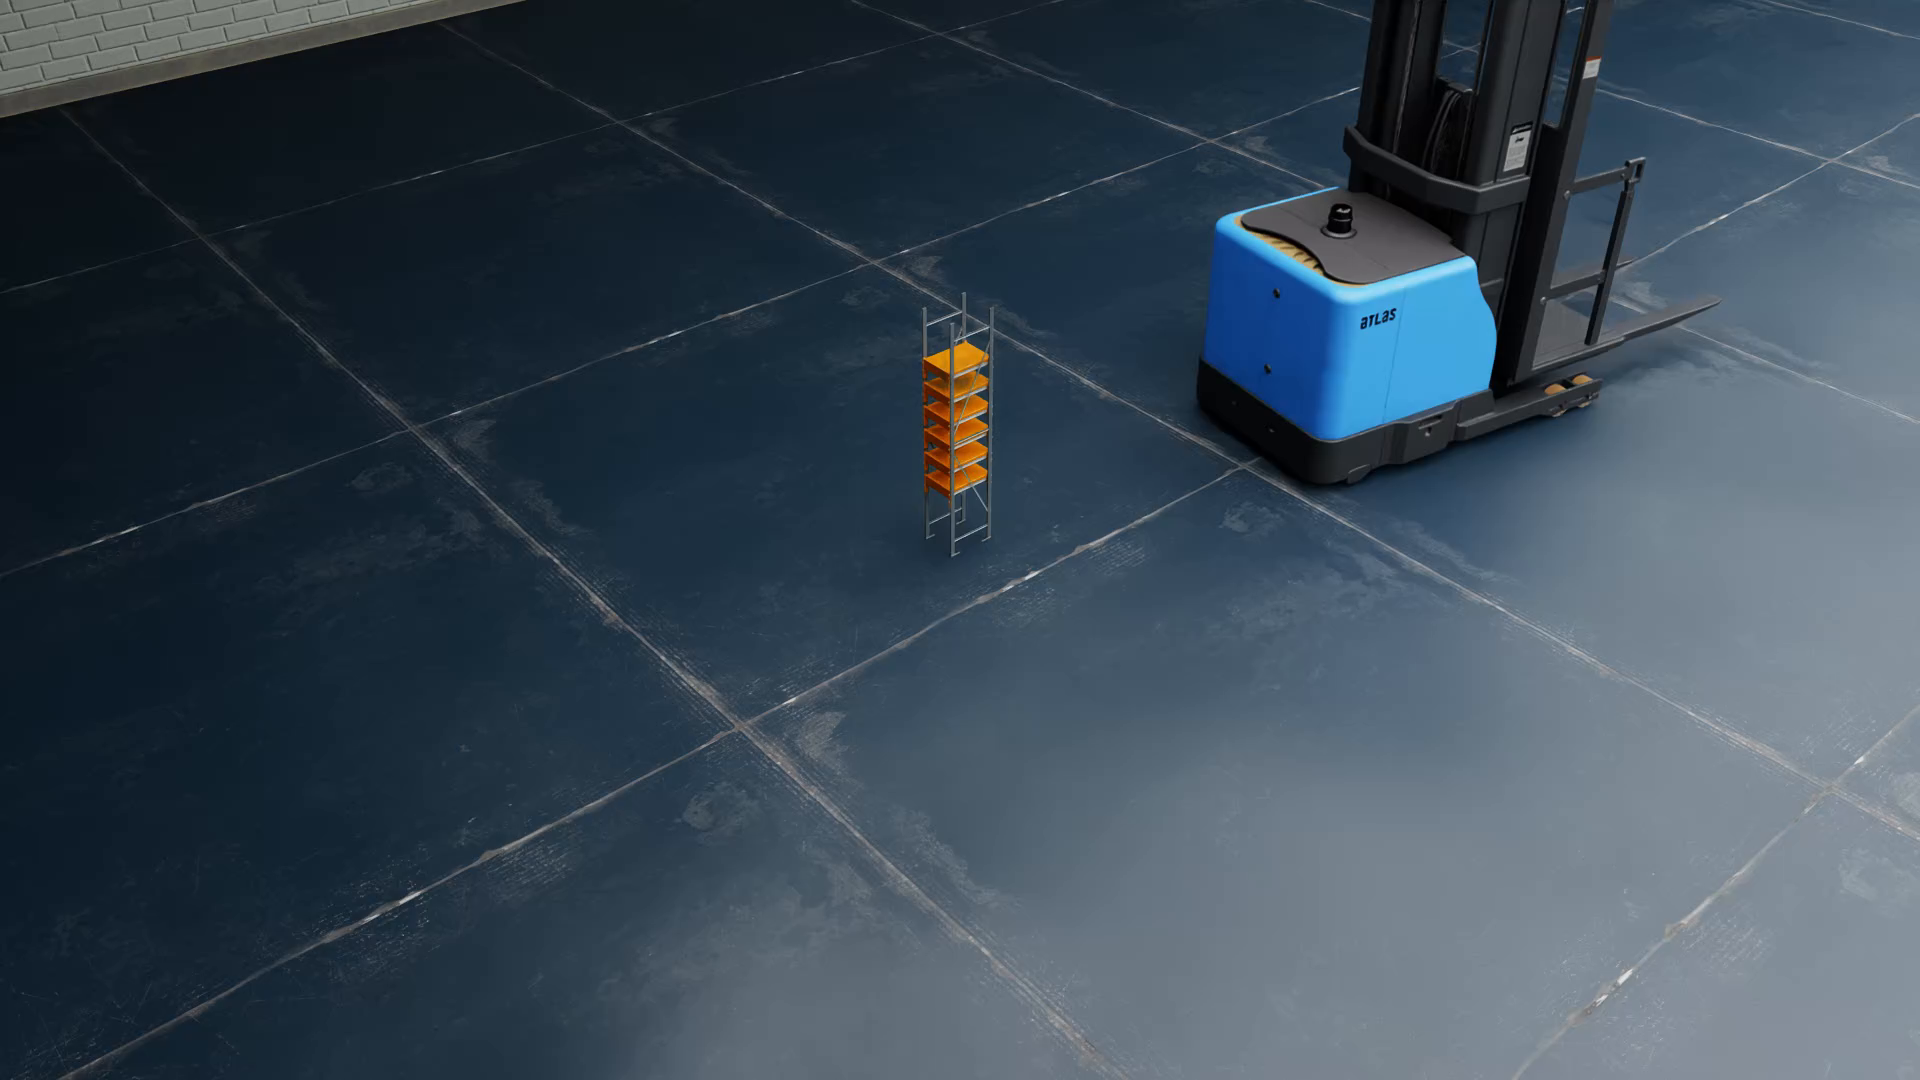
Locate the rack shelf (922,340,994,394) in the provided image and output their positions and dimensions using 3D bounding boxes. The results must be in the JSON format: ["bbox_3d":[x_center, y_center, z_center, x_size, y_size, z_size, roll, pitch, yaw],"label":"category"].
[{"bbox_3d":[-0.009,-0.754,7.230,0.258,0.103,0.180,-26,43,-32],"label":"rack shelf"}]

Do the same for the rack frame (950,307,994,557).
[{"bbox_3d":[0.050,-0.456,7.355,0.240,1.200,0.006,-26,43,-32],"label":"rack frame"}]

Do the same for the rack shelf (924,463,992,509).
[{"bbox_3d":[-0.009,-0.264,7.577,0.258,0.103,0.180,-26,43,-32],"label":"rack shelf"}]

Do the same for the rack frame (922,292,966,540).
[{"bbox_3d":[-0.068,-0.536,7.469,0.240,1.200,0.006,-26,43,-32],"label":"rack frame"}]

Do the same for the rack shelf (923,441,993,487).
[{"bbox_3d":[-0.009,-0.362,7.507,0.258,0.103,0.180,-26,43,-32],"label":"rack shelf"}]

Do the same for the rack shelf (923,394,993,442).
[{"bbox_3d":[-0.009,-0.558,7.369,0.258,0.103,0.180,-26,43,-32],"label":"rack shelf"}]

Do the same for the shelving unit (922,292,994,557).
[{"bbox_3d":[-0.009,-0.496,7.412,0.258,1.200,0.189,-26,43,-32],"label":"shelving unit"}]

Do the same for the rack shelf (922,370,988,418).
[{"bbox_3d":[-0.009,-0.656,7.299,0.258,0.103,0.180,-26,43,-32],"label":"rack shelf"}]

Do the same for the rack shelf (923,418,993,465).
[{"bbox_3d":[-0.009,-0.460,7.438,0.258,0.103,0.180,-26,43,-32],"label":"rack shelf"}]

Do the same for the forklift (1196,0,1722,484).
[{"bbox_3d":[2.767,-2.083,8.155,3.031,2.935,1.130,-18,39,-24],"label":"forklift"}]
